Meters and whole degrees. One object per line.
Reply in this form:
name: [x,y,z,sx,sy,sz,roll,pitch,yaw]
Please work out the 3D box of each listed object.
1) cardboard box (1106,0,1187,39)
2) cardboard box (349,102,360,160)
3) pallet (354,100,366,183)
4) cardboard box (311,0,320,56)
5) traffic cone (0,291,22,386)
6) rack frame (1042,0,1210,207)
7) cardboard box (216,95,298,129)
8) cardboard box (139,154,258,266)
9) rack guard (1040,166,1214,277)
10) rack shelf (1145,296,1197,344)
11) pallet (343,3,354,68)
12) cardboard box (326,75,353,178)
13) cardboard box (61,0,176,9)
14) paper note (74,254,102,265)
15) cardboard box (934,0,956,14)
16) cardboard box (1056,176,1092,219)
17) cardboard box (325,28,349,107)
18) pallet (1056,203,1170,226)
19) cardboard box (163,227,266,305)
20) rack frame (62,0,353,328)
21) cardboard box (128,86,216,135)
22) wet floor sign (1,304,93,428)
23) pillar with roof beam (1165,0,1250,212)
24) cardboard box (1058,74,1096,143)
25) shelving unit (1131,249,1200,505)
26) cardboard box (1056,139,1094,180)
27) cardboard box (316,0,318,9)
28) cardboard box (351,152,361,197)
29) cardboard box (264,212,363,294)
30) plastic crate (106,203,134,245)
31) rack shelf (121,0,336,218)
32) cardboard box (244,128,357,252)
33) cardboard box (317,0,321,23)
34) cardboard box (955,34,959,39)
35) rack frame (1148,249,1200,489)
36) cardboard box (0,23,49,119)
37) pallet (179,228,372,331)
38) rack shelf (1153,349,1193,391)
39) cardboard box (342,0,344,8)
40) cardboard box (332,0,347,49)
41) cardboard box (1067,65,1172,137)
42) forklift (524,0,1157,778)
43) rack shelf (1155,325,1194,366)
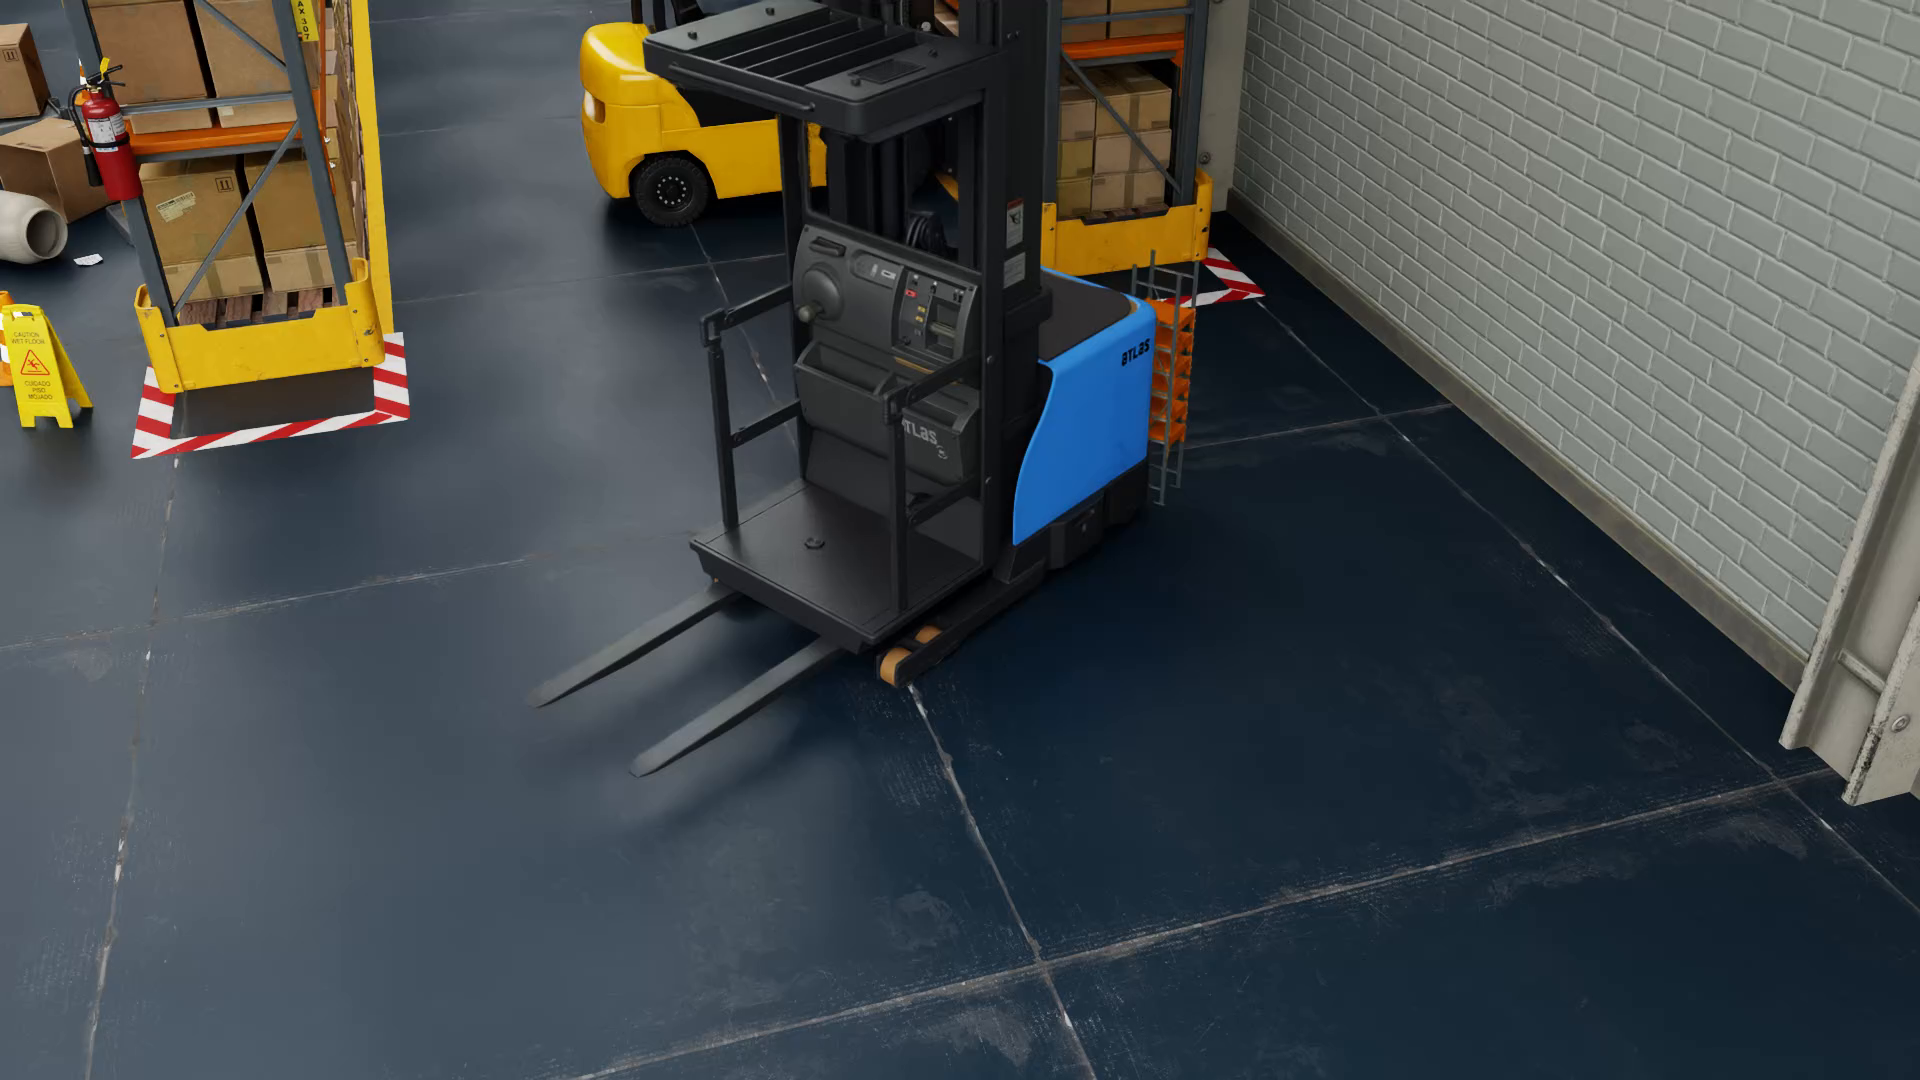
cardboard box: [1.066,-3.364,10.029,0.500,0.500,0.500,-9,34,-13]
cardboard box: [-4.385,-2.764,11.325,0.500,0.250,0.500,-11,35,-16]
pallet: [-4.755,-2.769,11.749,1.003,0.211,1.213,-10,35,-15]
cardboard box: [-3.815,-2.911,9.074,0.500,0.500,0.500,-9,35,-13]
traffic cone: [-5.133,-1.129,9.039,0.336,0.463,0.334,-10,35,-15]
rack frame: [0.953,-3.015,9.592,1.000,3.000,0.127,-10,35,-15]
cardboard box: [-3.680,-2.287,8.718,0.380,0.149,0.250,-10,35,-15]
cardboard box: [-4.266,-1.896,9.332,0.500,0.500,0.500,-10,35,-14]
rack guard: [0.960,-1.960,10.262,1.175,0.500,0.348,-10,35,-15]
rack shelf: [0.925,-1.008,7.615,0.258,0.103,0.180,19,38,26]
pallet: [-5.608,-4.166,13.862,1.003,0.211,1.213,-10,35,-15]
cardboard box: [-4.073,-2.540,10.307,0.500,0.500,0.500,-9,35,-14]
cardboard box: [-4.137,-2.993,8.291,0.700,0.500,0.500,-11,35,-16]
paper note: [-5.437,-1.752,10.374,0.142,0.019,0.148,-23,40,-31]
cardboard box: [-0.110,-3.724,11.872,0.500,0.250,0.500,-9,34,-13]
cardboard box: [0.508,-2.237,10.528,0.500,0.250,0.500,-10,35,-14]
cardboard box: [-4.401,-3.087,11.134,0.500,0.500,0.500,-9,35,-14]
pallet: [0.680,-2.246,10.958,1.003,0.211,1.213,-10,35,-15]
cardboard box: [-4.283,-1.598,9.561,0.500,0.250,0.500,-10,35,-15]
rack frame: [-3.773,-2.179,8.326,1.000,3.000,0.127,-10,35,-15]
cardboard box: [-4.091,-2.234,8.638,0.380,0.149,0.250,-9,34,-13]
wet floor sign: [-4.734,-0.917,8.552,0.267,0.644,0.232,1,33,2]
pillar with roof beam: [-2.501,-5.311,7.626,9.100,9.000,0.400,-10,35,-15]
cardboard box: [0.515,-2.650,10.246,0.500,0.250,0.500,-9,34,-13]
shelving unit: [0.925,-0.745,7.789,0.258,1.200,0.189,19,38,26]
cardboard box: [0.507,-2.455,10.404,0.500,0.250,0.500,-10,35,-15]
cardboard box: [-4.134,-3.444,9.881,0.500,0.500,0.500,-11,35,-16]
cardboard box: [-4.083,-2.230,10.518,0.500,0.250,0.500,-8,34,-12]
cardboard box: [-3.756,-1.677,9.680,0.500,0.250,0.500,-10,35,-15]
plastic crate: [-5.295,-2.098,10.853,0.402,0.080,0.583,-23,40,-31]
rack shelf: [-4.383,-2.929,10.114,1.077,0.370,4.000,-10,35,-15]
cardboard box: [-3.764,-2.002,9.492,0.500,0.500,0.500,-11,35,-16]
cardboard box: [-4.130,-3.255,10.183,0.380,0.149,0.250,-10,35,-14]
cardboard box: [0.190,-3.180,11.048,0.500,0.250,0.500,-10,35,-14]
rack frame: [0.974,-0.788,7.854,0.240,1.200,0.006,19,38,26]
cardboard box: [-6.679,-3.237,11.508,0.500,0.500,0.500,-10,35,-15]
pallet: [-4.011,-1.488,9.810,1.003,0.211,1.213,-10,35,-15]
rack shelf: [0.925,-0.808,7.747,0.258,0.103,0.180,19,38,26]
cardboard box: [-5.818,-4.773,14.256,0.950,0.372,0.625,-11,35,-16]
cardboard box: [-5.378,-4.009,13.100,0.950,0.372,0.625,-8,34,-12]
cardboard box: [0.986,-2.745,10.389,0.500,0.250,0.500,-11,35,-15]
forklift: [-0.445,-0.930,6.499,1.130,2.935,3.031,25,41,33]
rack shelf: [0.925,-0.908,7.681,0.258,0.103,0.180,19,38,26]
